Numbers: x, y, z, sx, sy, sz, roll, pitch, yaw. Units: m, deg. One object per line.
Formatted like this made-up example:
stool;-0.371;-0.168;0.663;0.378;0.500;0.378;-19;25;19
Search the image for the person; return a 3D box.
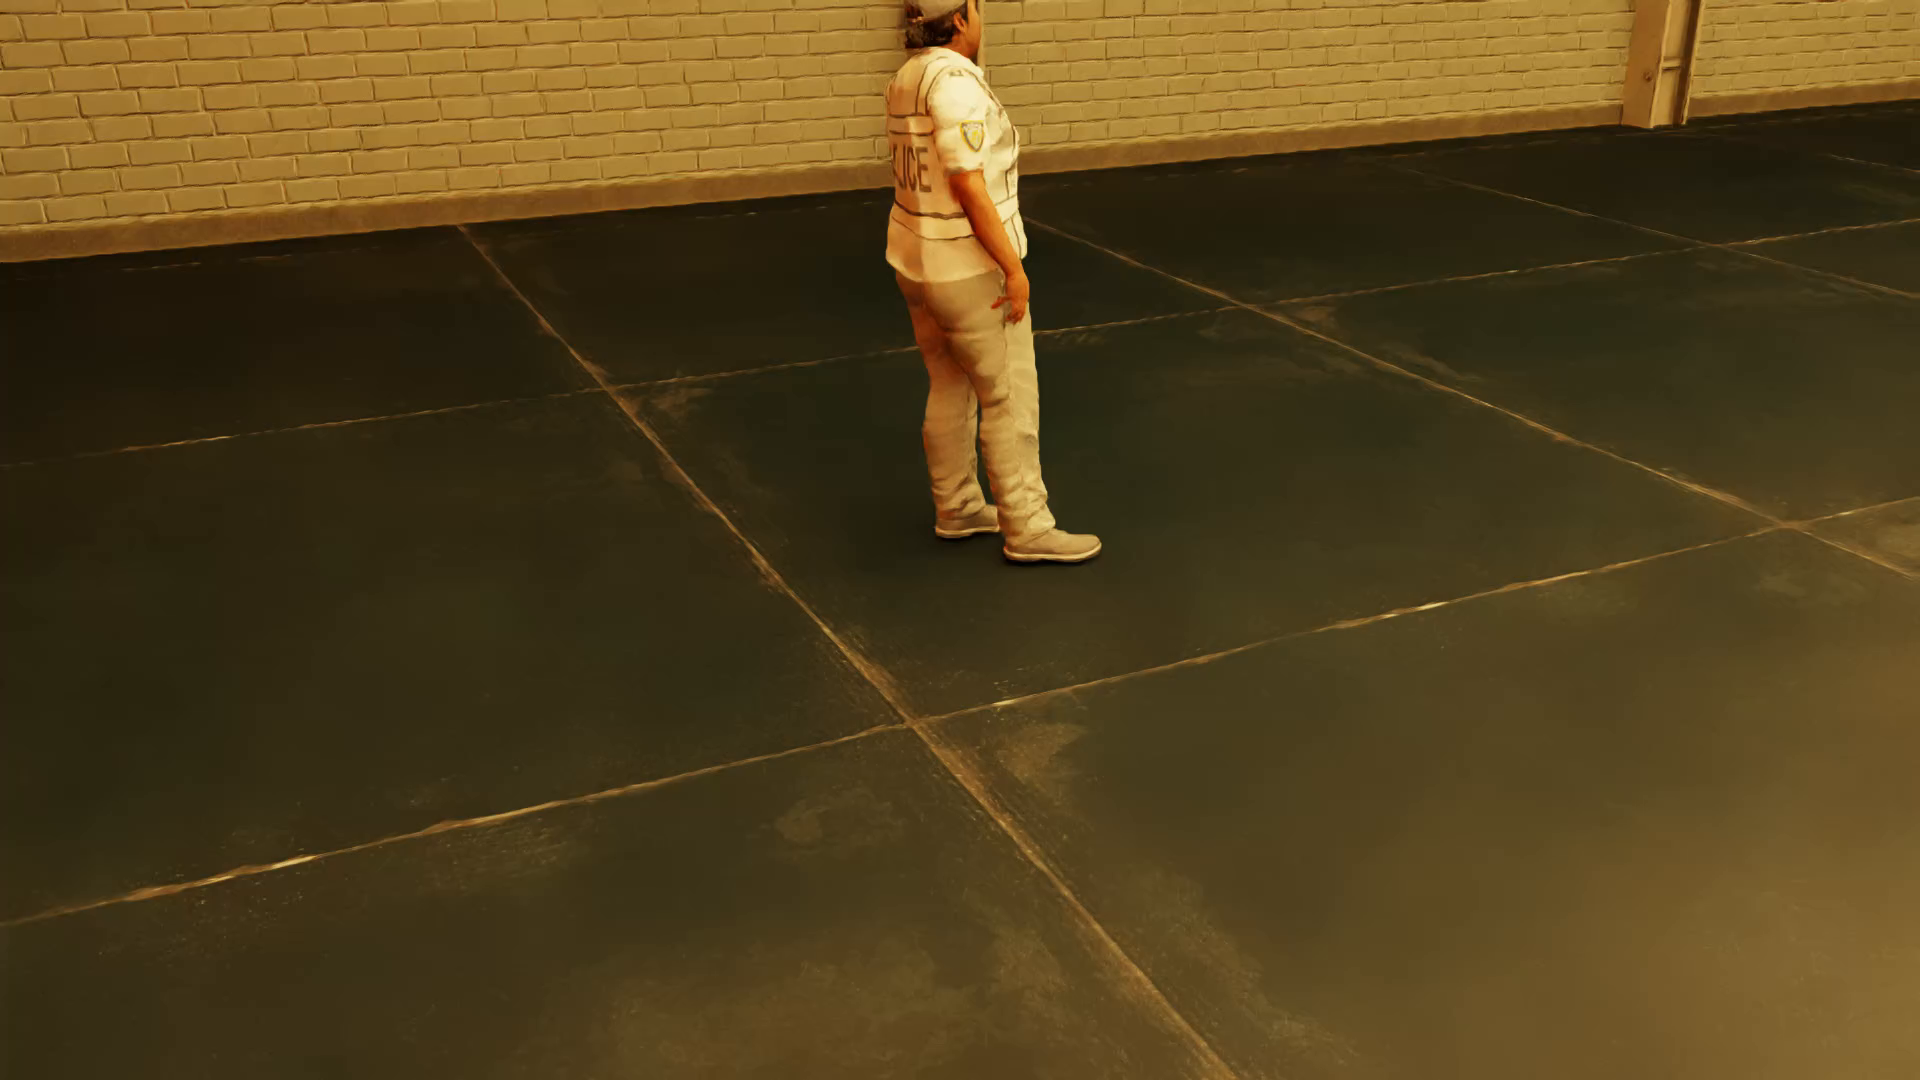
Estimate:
person;0.079;-0.781;4.795;0.529;1.669;0.598;-10;25;-23
